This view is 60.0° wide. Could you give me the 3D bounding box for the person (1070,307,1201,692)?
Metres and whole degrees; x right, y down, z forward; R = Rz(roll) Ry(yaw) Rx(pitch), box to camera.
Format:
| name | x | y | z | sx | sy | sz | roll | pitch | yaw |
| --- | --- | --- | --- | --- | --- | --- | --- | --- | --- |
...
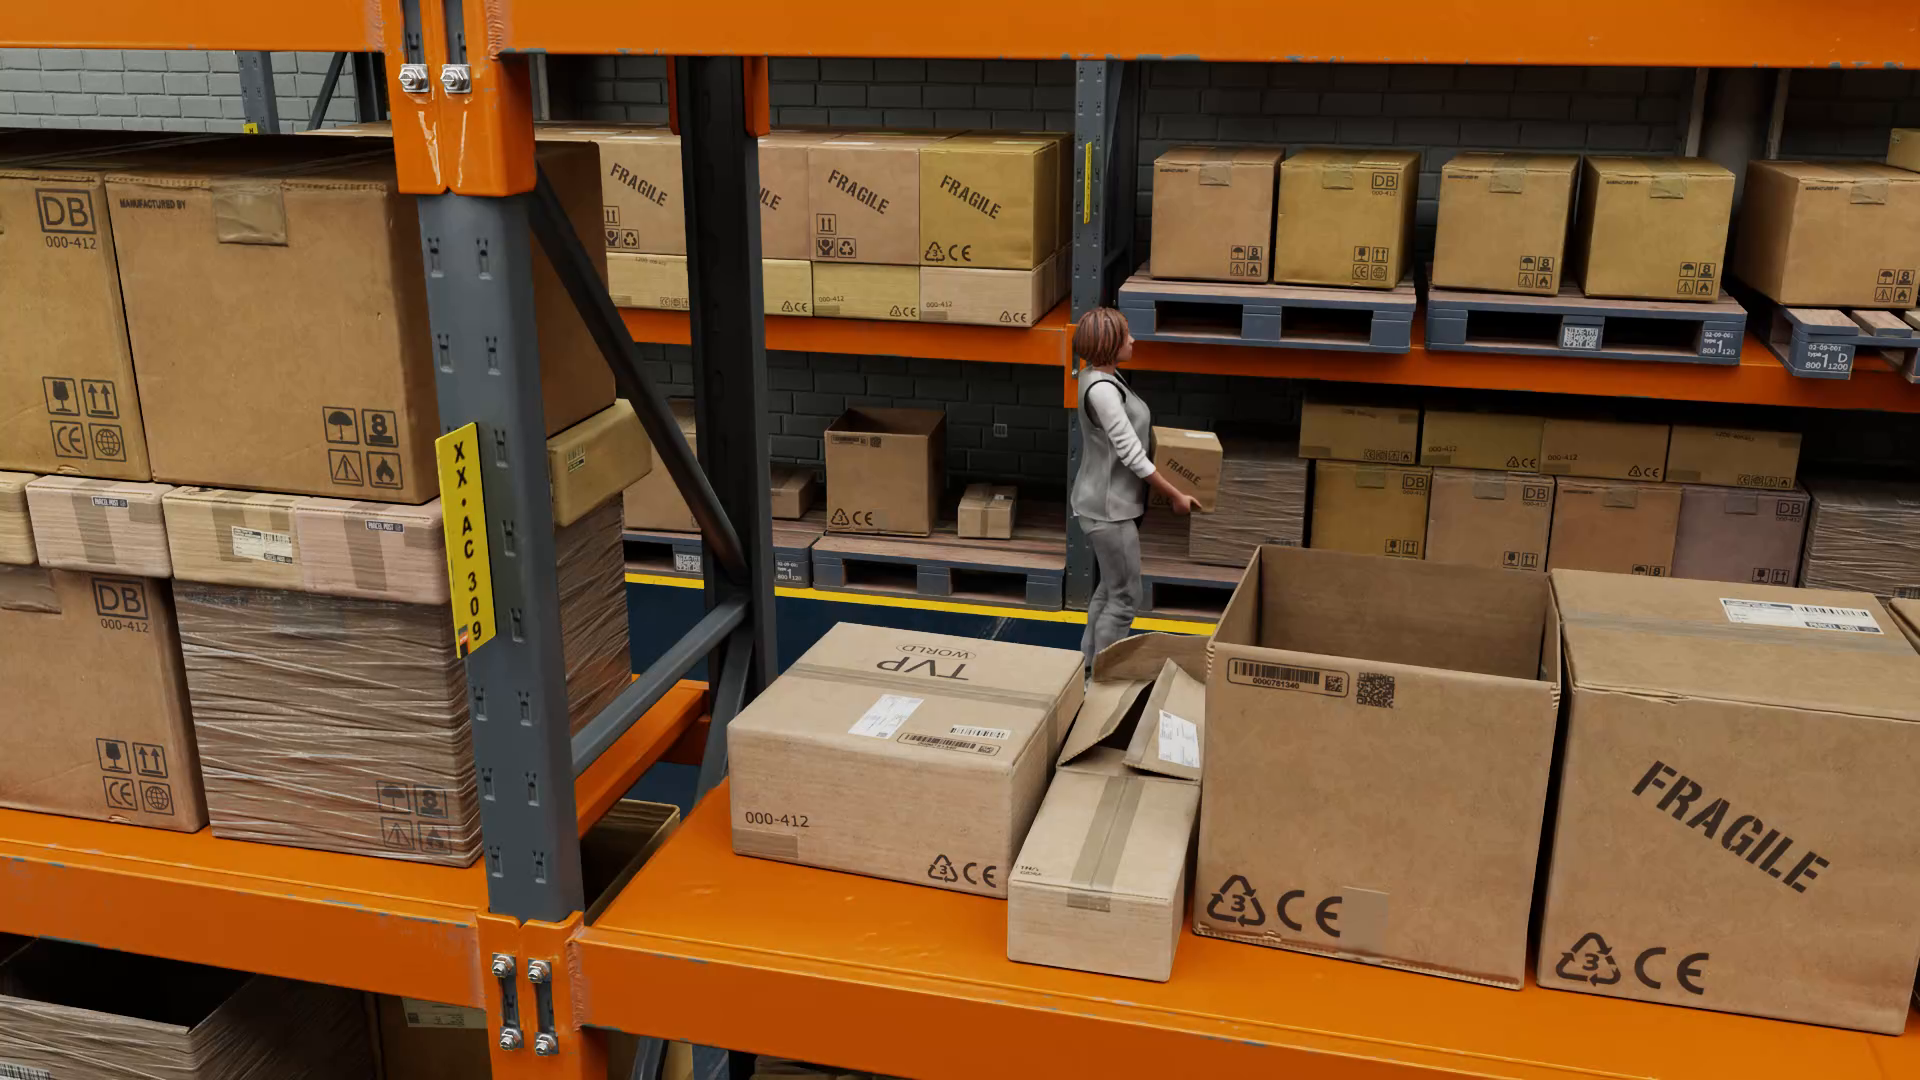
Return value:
| name | x | y | z | sx | sy | sz | roll | pitch | yaw |
| --- | --- | --- | --- | --- | --- | --- | --- | --- | --- |
| person | 0.666 | -0.106 | 6.398 | 0.490 | 1.589 | 0.408 | 0 | 19 | 1 |
